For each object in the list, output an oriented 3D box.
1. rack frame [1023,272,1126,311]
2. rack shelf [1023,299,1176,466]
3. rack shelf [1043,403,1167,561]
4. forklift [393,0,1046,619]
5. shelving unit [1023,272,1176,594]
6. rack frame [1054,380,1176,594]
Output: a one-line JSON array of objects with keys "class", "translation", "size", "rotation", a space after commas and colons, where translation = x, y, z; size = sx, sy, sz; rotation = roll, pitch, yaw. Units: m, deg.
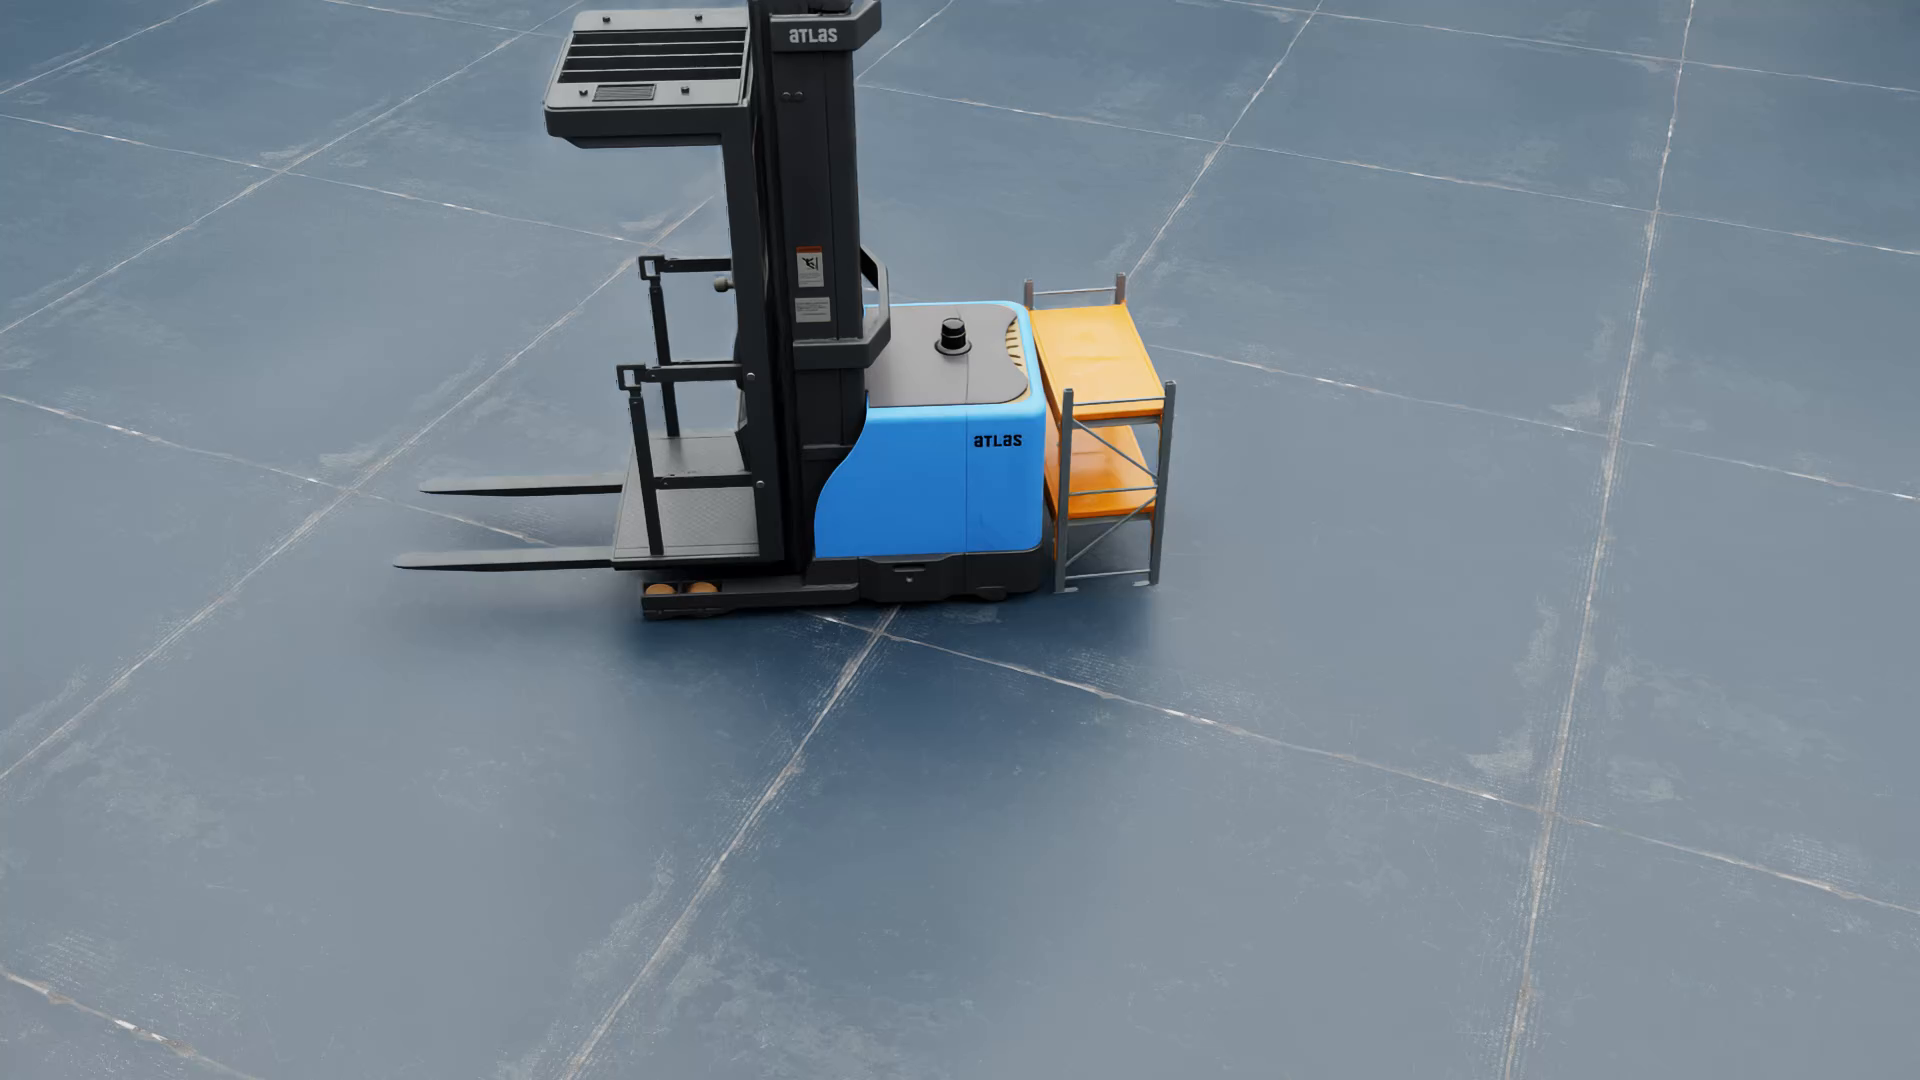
[{"class": "rack frame", "translation": [0.559, -0.826, 8.416], "size": [0.500, 1.125, 0.032], "rotation": [-5, 37, -6]}, {"class": "rack shelf", "translation": [0.629, -0.759, 7.837], "size": [0.538, 0.278, 1.000], "rotation": [-5, 37, -6]}, {"class": "rack shelf", "translation": [0.629, -0.329, 8.159], "size": [0.538, 0.278, 1.000], "rotation": [-5, 37, -6]}, {"class": "forklift", "translation": [-1.145, -1.132, 7.316], "size": [3.031, 2.935, 1.130], "rotation": [-2, 37, -3]}, {"class": "shelving unit", "translation": [0.629, -0.525, 8.013], "size": [0.538, 1.125, 1.048], "rotation": [-5, 37, -6]}, {"class": "rack frame", "translation": [0.699, -0.223, 7.609], "size": [0.500, 1.125, 0.032], "rotation": [-5, 37, -6]}]
